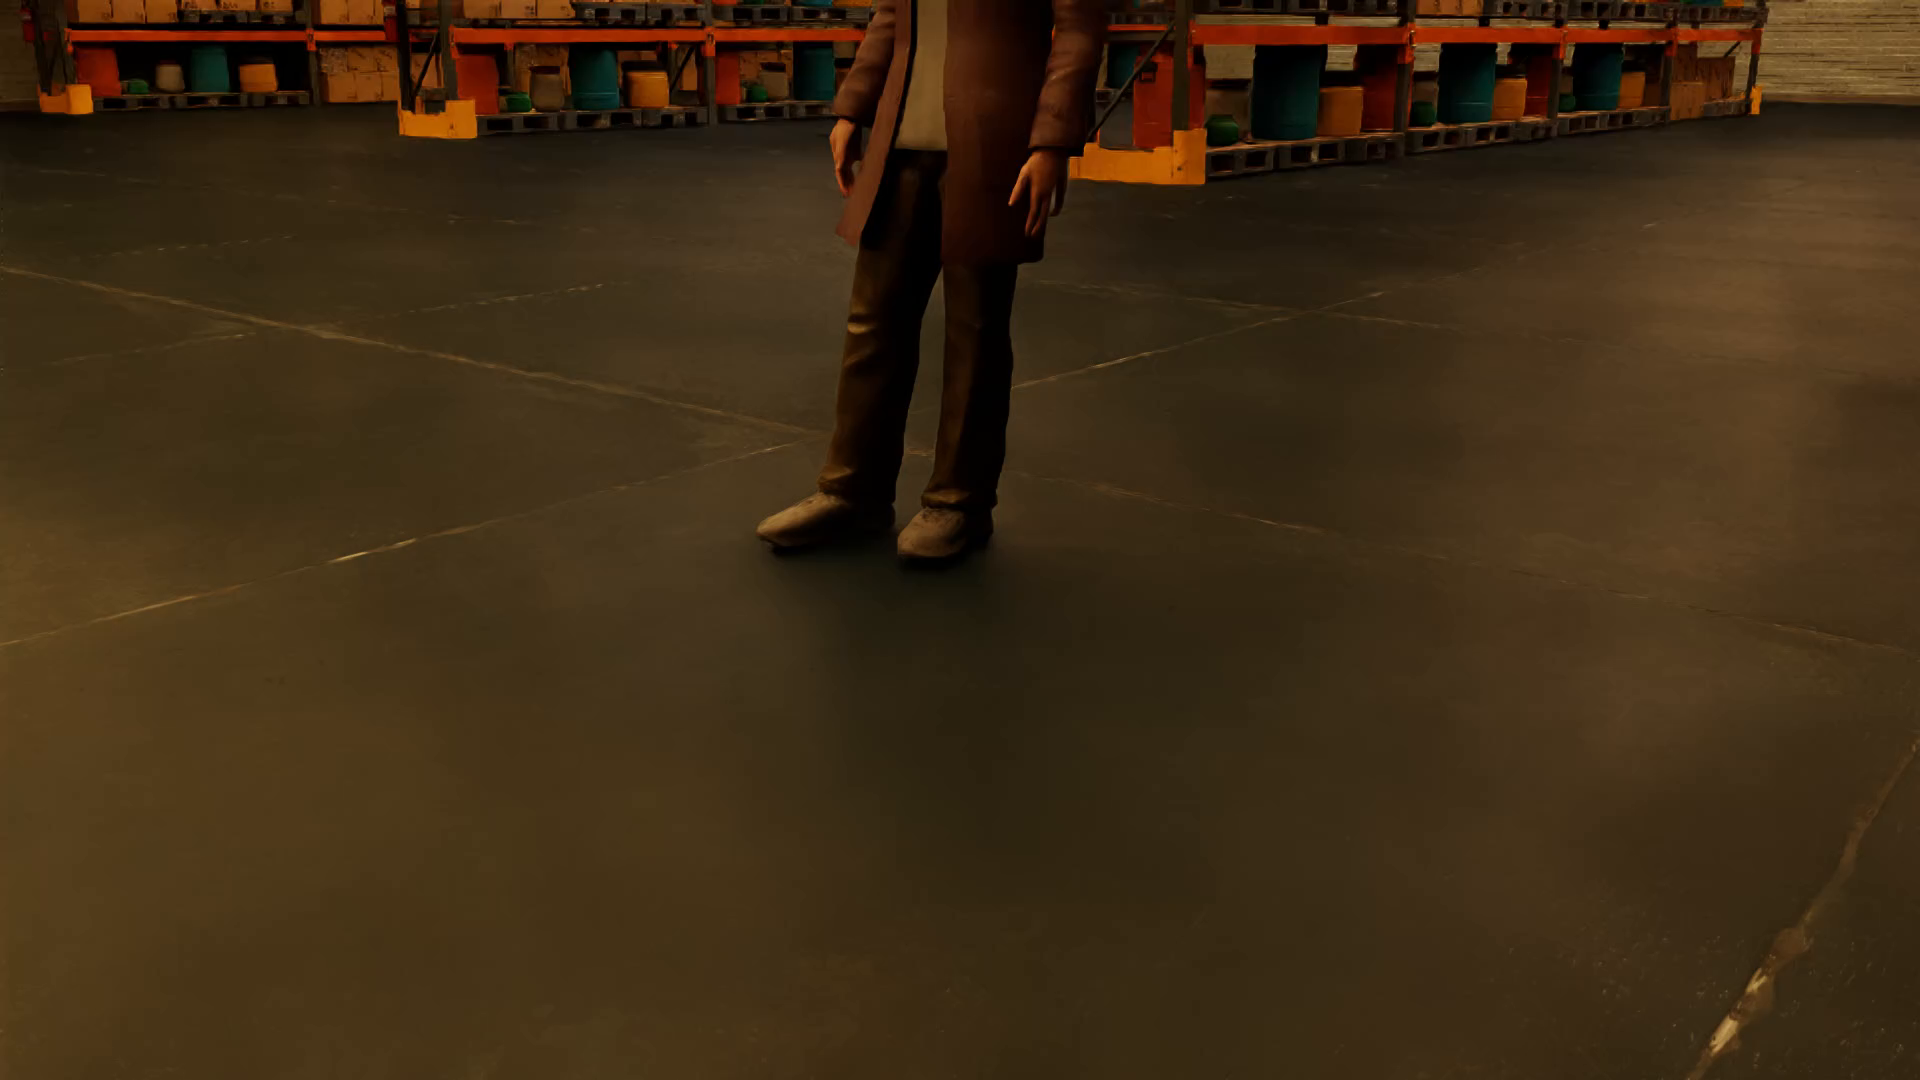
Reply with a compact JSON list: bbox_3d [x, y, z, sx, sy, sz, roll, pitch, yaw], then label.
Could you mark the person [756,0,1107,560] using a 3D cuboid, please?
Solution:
[{"bbox_3d":[-0.062,-0.838,3.617,0.694,1.776,0.580,13,21,37],"label":"person"}]
